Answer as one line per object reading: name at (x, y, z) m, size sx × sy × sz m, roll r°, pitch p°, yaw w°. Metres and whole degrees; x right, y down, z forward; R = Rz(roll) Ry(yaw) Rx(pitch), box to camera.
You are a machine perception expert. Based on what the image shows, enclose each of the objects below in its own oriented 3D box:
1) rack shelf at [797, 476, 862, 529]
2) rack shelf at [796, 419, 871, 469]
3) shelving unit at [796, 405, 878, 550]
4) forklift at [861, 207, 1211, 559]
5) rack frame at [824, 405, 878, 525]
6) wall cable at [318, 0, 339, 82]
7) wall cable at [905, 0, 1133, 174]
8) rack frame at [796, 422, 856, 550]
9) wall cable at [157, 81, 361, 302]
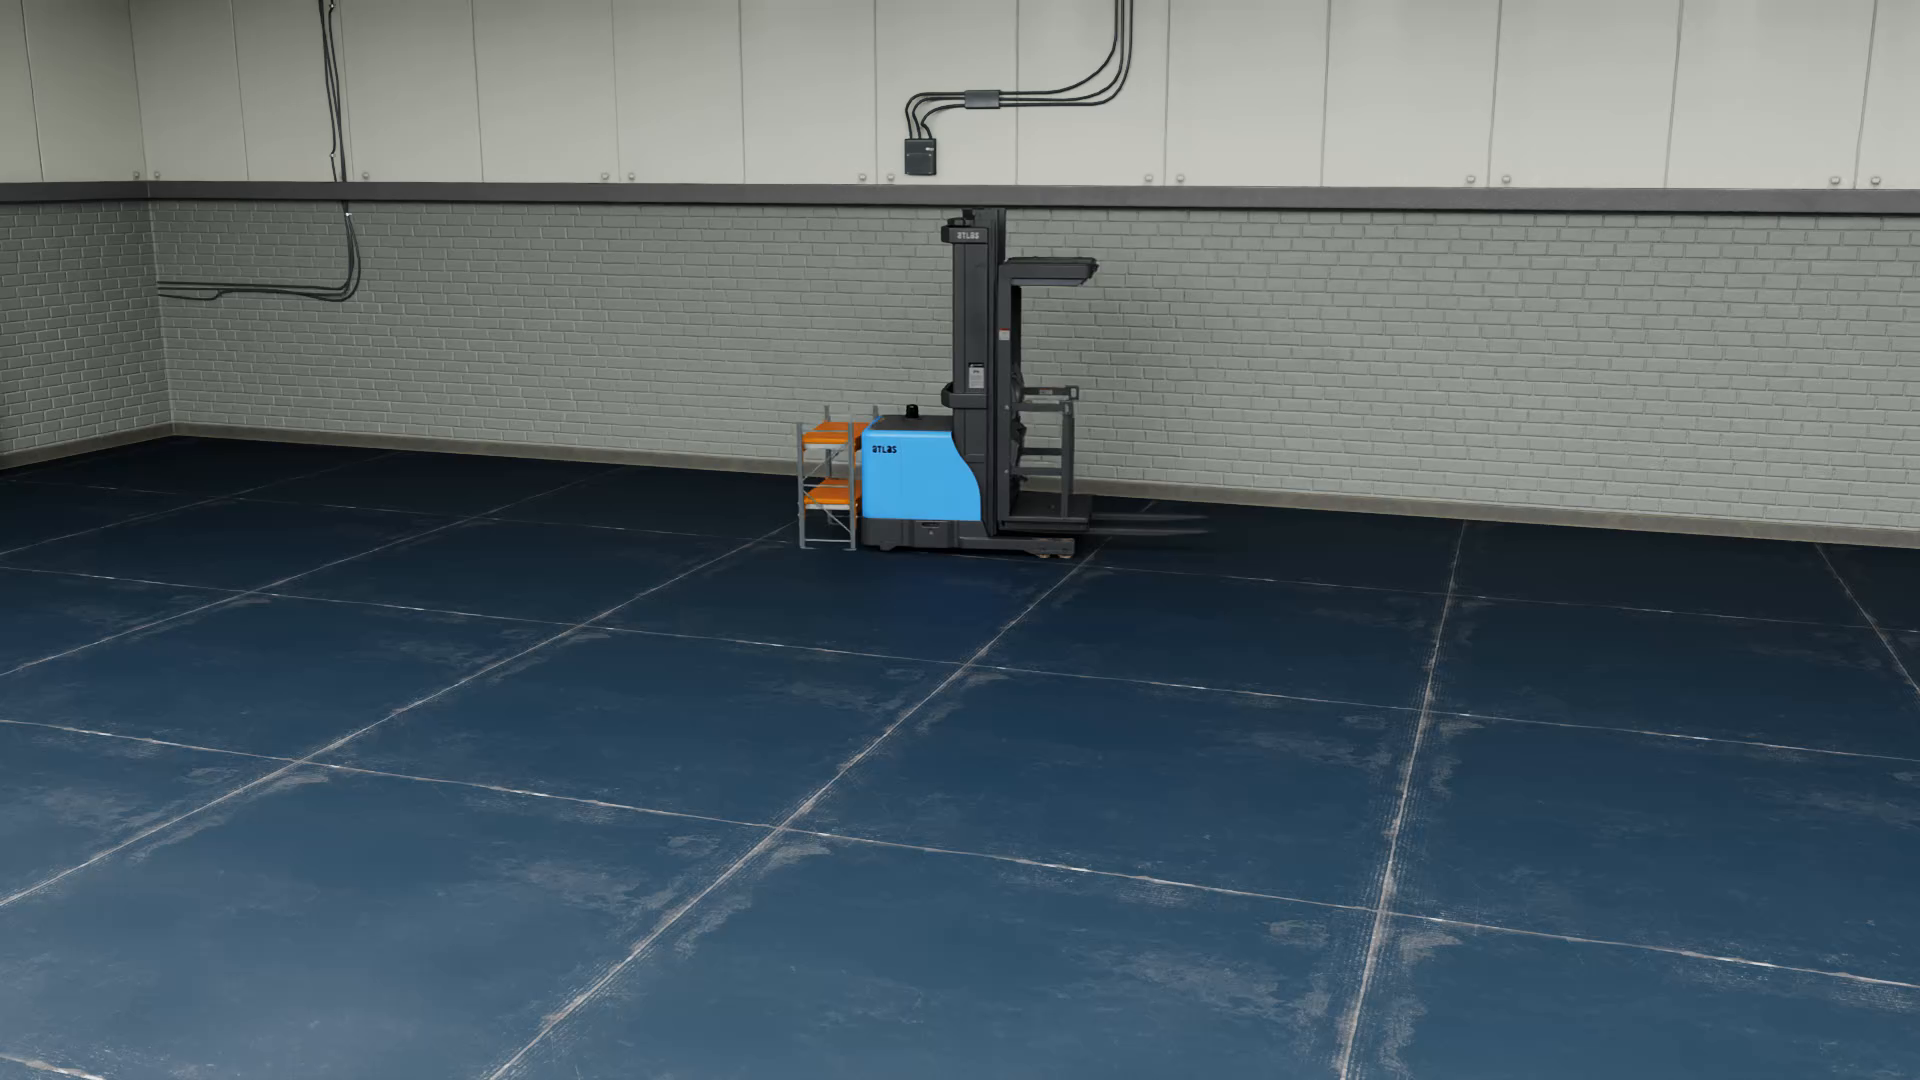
rack shelf at (-1.082, -0.343, 15.052) m, size 0.538 × 0.278 × 1.000 m, roll 2°, pitch 13°, yaw 9°
rack shelf at (-1.085, -0.867, 14.934) m, size 0.538 × 0.278 × 1.000 m, roll 2°, pitch 13°, yaw 9°
shelving unit at (-1.083, -0.581, 14.998) m, size 0.538 × 1.125 × 1.048 m, roll 2°, pitch 13°, yaw 9°
forklift at (0.688, -1.392, 14.501) m, size 3.031 × 2.935 × 1.130 m, roll 1°, pitch 13°, yaw 6°
rack frame at (-1.002, -0.693, 15.487) m, size 0.500 × 1.125 × 0.032 m, roll 2°, pitch 13°, yaw 9°
wall cable at (-5.876, -6.340, 18.170) m, size 3.097 × 2.526 × 0.112 m, roll 4°, pitch 14°, yaw 18°
wall cable at (0.542, -6.557, 15.852) m, size 2.305 × 6.003 × 0.169 m, roll 4°, pitch 14°, yaw 18°
rack frame at (-1.165, -0.470, 14.509) m, size 0.500 × 1.125 × 0.032 m, roll 2°, pitch 13°, yaw 9°
wall cable at (-8.435, -4.072, 19.585) m, size 3.097 × 2.526 × 0.112 m, roll 4°, pitch 14°, yaw 18°
